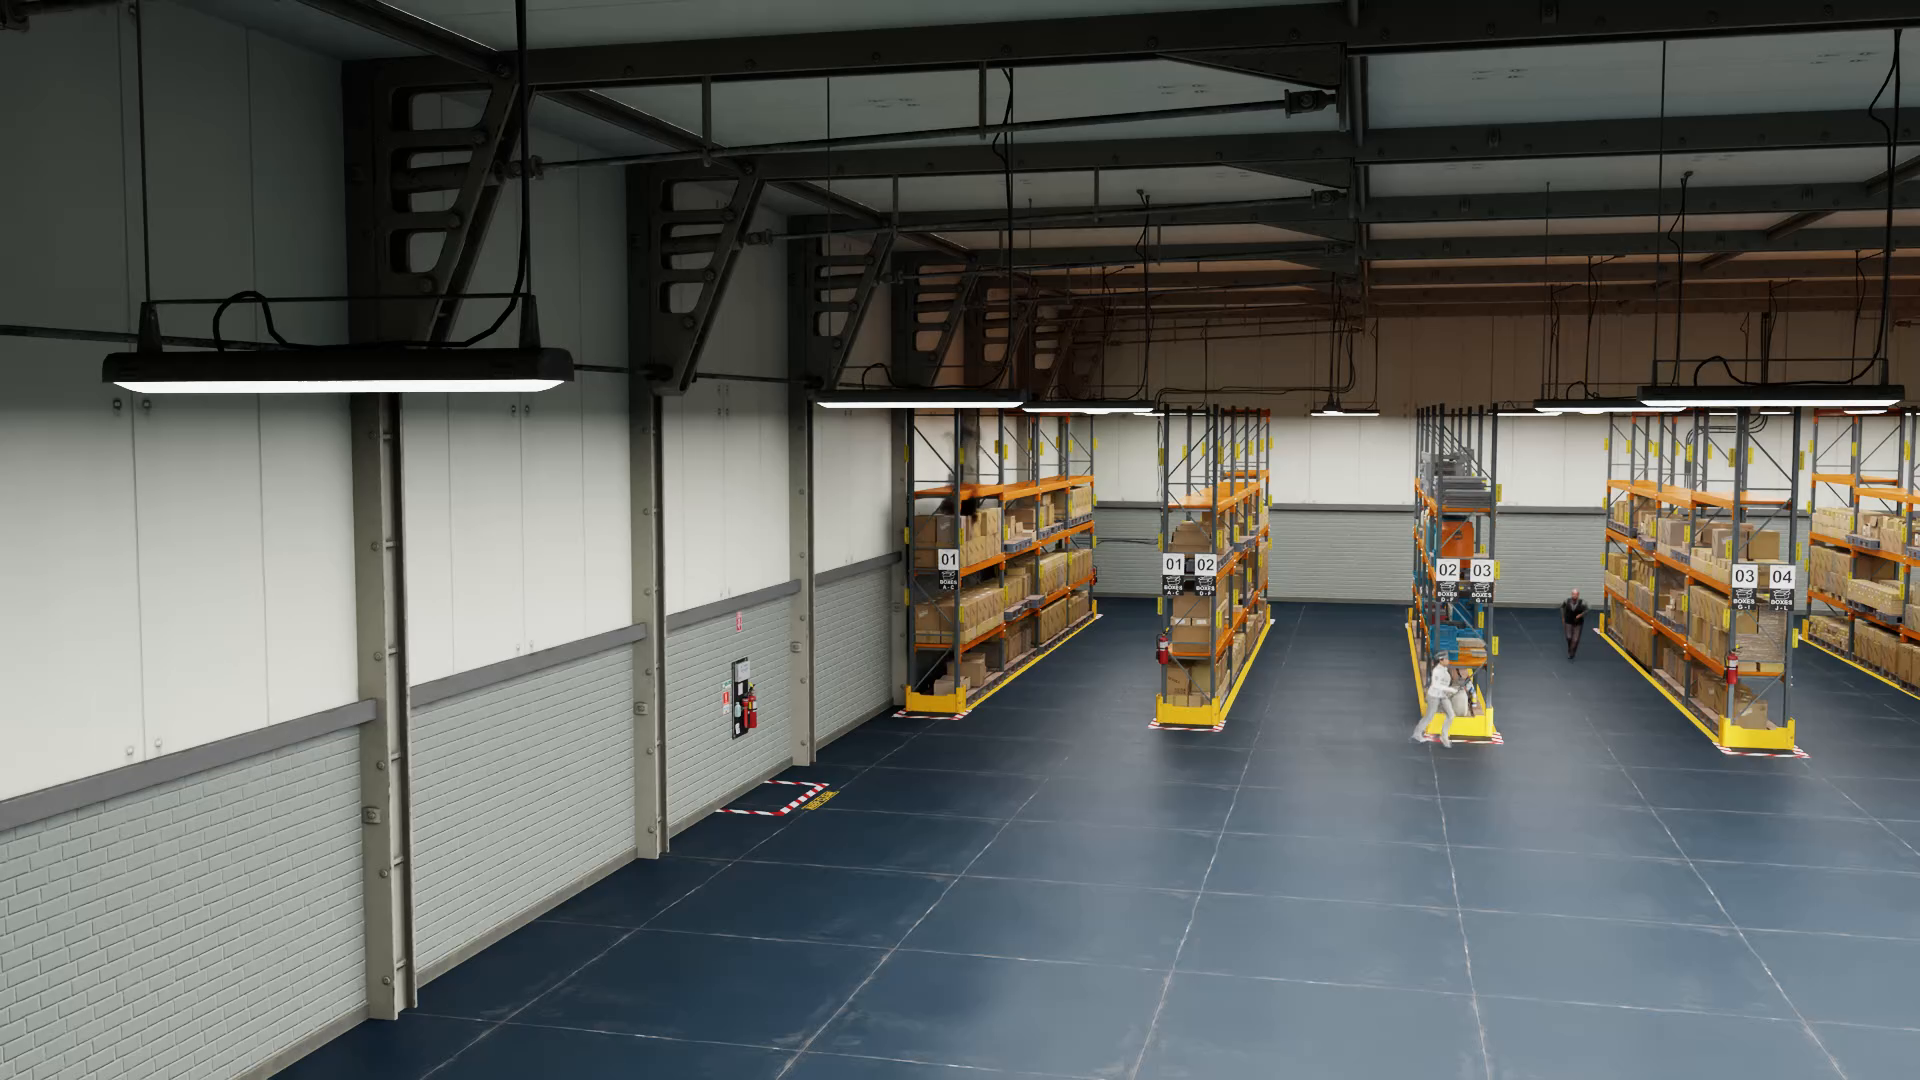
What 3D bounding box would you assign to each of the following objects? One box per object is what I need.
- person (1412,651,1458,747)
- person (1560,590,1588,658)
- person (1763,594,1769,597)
[{"bbox_3d":[8.354,2.786,29.113,0.829,1.725,0.546,4,6,42],"label":"person"},{"bbox_3d":[14.603,2.002,39.546,0.628,1.659,0.697,1,4,18],"label":"person"},{"bbox_3d":[20.632,1.770,42.714,0.740,1.692,0.550,1,4,17],"label":"person"}]
